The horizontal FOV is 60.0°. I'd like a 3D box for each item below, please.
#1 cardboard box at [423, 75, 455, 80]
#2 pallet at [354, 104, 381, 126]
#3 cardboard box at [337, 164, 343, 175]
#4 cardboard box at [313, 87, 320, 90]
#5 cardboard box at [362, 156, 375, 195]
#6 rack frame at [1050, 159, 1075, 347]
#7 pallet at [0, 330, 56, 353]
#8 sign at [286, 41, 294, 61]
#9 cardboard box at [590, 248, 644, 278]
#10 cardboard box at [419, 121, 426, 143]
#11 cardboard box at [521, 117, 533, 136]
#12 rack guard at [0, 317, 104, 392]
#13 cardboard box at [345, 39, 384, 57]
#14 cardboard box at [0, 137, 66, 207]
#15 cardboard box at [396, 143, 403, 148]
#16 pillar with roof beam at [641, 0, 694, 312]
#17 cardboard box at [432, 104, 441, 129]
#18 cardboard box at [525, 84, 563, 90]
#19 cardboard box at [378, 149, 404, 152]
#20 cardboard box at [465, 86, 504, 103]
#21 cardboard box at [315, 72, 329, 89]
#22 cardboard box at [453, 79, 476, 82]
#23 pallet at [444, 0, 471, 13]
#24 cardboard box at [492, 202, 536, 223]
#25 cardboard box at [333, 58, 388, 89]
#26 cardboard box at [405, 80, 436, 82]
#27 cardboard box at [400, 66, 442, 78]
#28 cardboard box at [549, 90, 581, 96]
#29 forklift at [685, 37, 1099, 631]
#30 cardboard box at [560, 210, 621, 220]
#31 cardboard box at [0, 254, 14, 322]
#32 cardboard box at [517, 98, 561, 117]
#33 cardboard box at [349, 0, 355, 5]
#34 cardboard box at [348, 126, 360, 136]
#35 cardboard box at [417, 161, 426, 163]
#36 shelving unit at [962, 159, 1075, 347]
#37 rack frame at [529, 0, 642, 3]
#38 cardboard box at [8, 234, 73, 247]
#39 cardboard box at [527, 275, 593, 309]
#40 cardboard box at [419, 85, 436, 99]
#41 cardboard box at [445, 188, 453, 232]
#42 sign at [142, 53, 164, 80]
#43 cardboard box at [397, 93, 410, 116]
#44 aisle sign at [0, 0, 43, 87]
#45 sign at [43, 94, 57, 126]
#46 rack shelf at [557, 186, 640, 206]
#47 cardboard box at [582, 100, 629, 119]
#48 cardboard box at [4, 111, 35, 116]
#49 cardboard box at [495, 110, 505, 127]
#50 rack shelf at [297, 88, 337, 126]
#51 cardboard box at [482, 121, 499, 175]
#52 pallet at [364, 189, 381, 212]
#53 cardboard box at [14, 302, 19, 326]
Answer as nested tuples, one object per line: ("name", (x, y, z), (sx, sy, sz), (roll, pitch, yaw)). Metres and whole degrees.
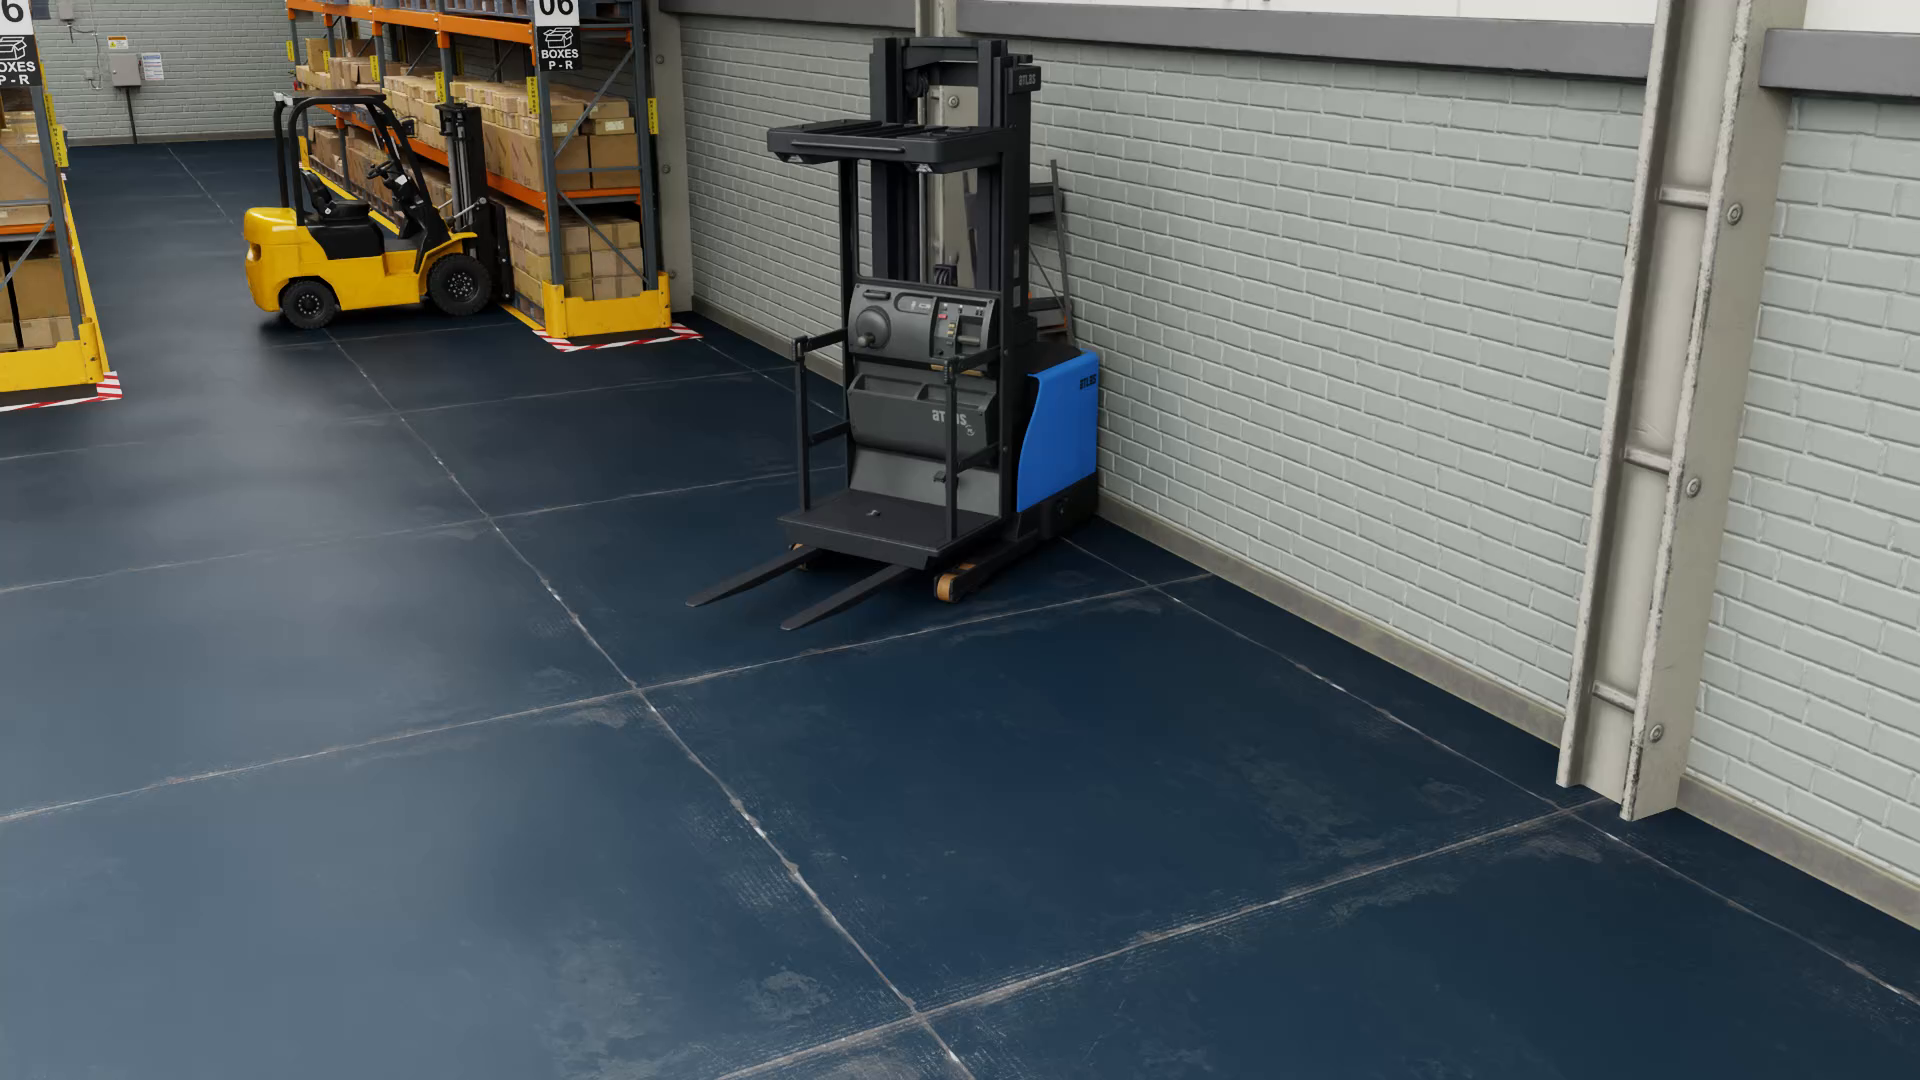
("cardboard box", (-6.850, -6.041, 21.891), (0.380, 0.149, 0.250), (-9, 21, -25))
("pallet", (-7.566, -5.842, 22.756), (1.213, 0.211, 1.003), (-10, 21, -27))
("cardboard box", (-9.605, -5.862, 26.248), (0.380, 0.149, 0.250), (-11, 22, -28))
("cardboard box", (-10.356, -7.340, 27.188), (0.380, 0.149, 0.250), (-9, 21, -25))
("cardboard box", (-8.315, -5.295, 24.066), (0.500, 0.500, 0.500), (-11, 22, -29))
("rack frame", (0.532, -1.298, 10.395), (0.400, 2.100, 0.015), (-11, 10, -26))
("pallet", (-8.141, -1.625, 14.516), (1.003, 0.211, 1.213), (-10, 21, -27))
("sign", (-11.459, -8.370, 28.463), (0.100, 0.325, 0.005), (-10, 21, -27))
("cardboard box", (-3.424, -2.754, 16.320), (0.500, 0.250, 0.500), (-10, 21, -26))
("cardboard box", (-6.205, -4.924, 20.034), (0.500, 0.250, 0.500), (-10, 21, -26))
("cardboard box", (-3.942, -3.931, 15.777), (0.380, 0.149, 0.250), (-10, 21, -26))
("rack guard", (-7.786, -1.522, 13.777), (1.175, 0.500, 0.348), (-10, 21, -27))
("cardboard box", (-9.555, -7.790, 26.732), (0.500, 0.500, 0.500), (-11, 22, -28))
("cardboard box", (-7.731, -3.049, 13.760), (0.500, 0.500, 0.500), (-10, 22, -27))
("cardboard box", (-8.173, -5.859, 24.708), (0.380, 0.149, 0.250), (-9, 21, -25))
("pillar with roof beam", (-6.710, -5.961, 13.610), (9.100, 9.000, 0.400), (-10, 21, -27))
("cardboard box", (-5.741, -4.867, 19.102), (0.500, 0.250, 0.500), (-10, 22, -28))
("cardboard box", (-4.472, -4.836, 17.943), (0.380, 0.149, 0.250), (-10, 22, -28))
("cardboard box", (-7.968, -5.414, 23.415), (0.380, 0.149, 0.250), (-9, 21, -25))
("cardboard box", (-5.028, -4.735, 17.650), (0.380, 0.149, 0.250), (-9, 21, -25))
("cardboard box", (-10.015, -7.362, 26.641), (0.500, 0.250, 0.500), (-10, 21, -27))
("cardboard box", (-6.324, -5.752, 21.055), (0.380, 0.149, 0.250), (-10, 21, -27))
("pallet", (-4.855, -5.736, 17.692), (1.003, 0.211, 1.213), (-10, 21, -27))
("cardboard box", (-4.607, -3.343, 17.260), (0.500, 0.250, 0.500), (-10, 22, -28))
("cardboard box", (-8.803, -6.821, 24.502), (0.700, 0.500, 0.500), (-10, 21, -26))
("cardboard box", (-6.737, -5.679, 20.842), (0.380, 0.149, 0.250), (-10, 21, -26))
("cardboard box", (-7.289, -6.166, 22.606), (0.500, 0.500, 0.500), (-9, 21, -24))
("cardboard box", (-4.064, -4.525, 17.041), (0.380, 0.149, 0.250), (-10, 21, -26))
("forklift", (-0.330, -1.210, 9.146), (1.130, 2.935, 3.031), (11, 22, 30))
("cardboard box", (-3.686, -3.134, 16.653), (0.500, 0.250, 0.500), (-10, 21, -27))
("cardboard box", (-8.360, -2.125, 14.113), (0.500, 0.500, 0.500), (-10, 21, -26))
("cardboard box", (-4.032, -4.154, 15.967), (0.380, 0.149, 0.250), (-9, 21, -25))
("cardboard box", (-8.117, -7.493, 22.880), (0.500, 0.250, 0.500), (-10, 21, -27))
("cardboard box", (-9.092, -6.226, 25.314), (0.380, 0.149, 0.250), (-10, 22, -28))
("cardboard box", (-7.352, -5.074, 23.425), (0.500, 0.500, 0.500), (-10, 21, -26))
("shelving unit", (0.418, -1.320, 10.610), (0.431, 2.100, 0.503), (-11, 10, -26))
("rack frame", (-3.384, -6.288, 14.559), (1.000, 3.000, 0.127), (-10, 21, -27))
("cardboard box", (-8.385, -2.511, 15.232), (0.500, 0.500, 0.500), (-10, 21, -26))
("cardboard box", (-3.885, -2.437, 16.166), (0.500, 0.250, 0.500), (-10, 21, -26))
("cardboard box", (-6.273, -5.380, 19.977), (0.380, 0.149, 0.250), (-10, 21, -26))
("cardboard box", (-5.541, -3.824, 19.613), (0.875, 0.625, 0.625), (-9, 21, -24))
("sign", (-15.792, -9.265, 32.528), (0.329, 0.494, 0.001), (-10, 21, -27))
("cardboard box", (-6.717, -5.452, 20.796), (0.500, 0.250, 0.500), (-11, 22, -28))
("aisle sign", (-7.448, -3.941, 12.969), (0.394, 0.787, 0.004), (-10, 21, -27))
("sign", (-9.176, -4.326, 16.742), (0.100, 0.325, 0.005), (-10, 21, -27))
("rack shelf", (-4.333, -3.779, 17.286), (0.919, 0.124, 3.809), (-10, 21, -27))
("cardboard box", (-3.355, -4.076, 15.742), (0.380, 0.149, 0.250), (-10, 22, -28))
("cardboard box", (-9.220, -3.929, 16.311), (0.500, 0.500, 0.500), (-11, 22, -28))
("cardboard box", (-4.426, -4.227, 16.634), (0.380, 0.149, 0.250), (-10, 21, -26))
("rack shelf", (-10.032, -7.131, 27.301), (1.077, 0.370, 4.000), (-10, 21, -27))
("cardboard box", (-4.579, -4.040, 17.088), (0.500, 0.500, 0.500), (-10, 21, -26))
("pallet", (-8.079, -5.000, 24.299), (1.003, 0.211, 1.213), (-10, 21, -27))
("cardboard box", (-8.863, -2.071, 15.105), (0.500, 0.250, 0.500), (-11, 22, -29))
